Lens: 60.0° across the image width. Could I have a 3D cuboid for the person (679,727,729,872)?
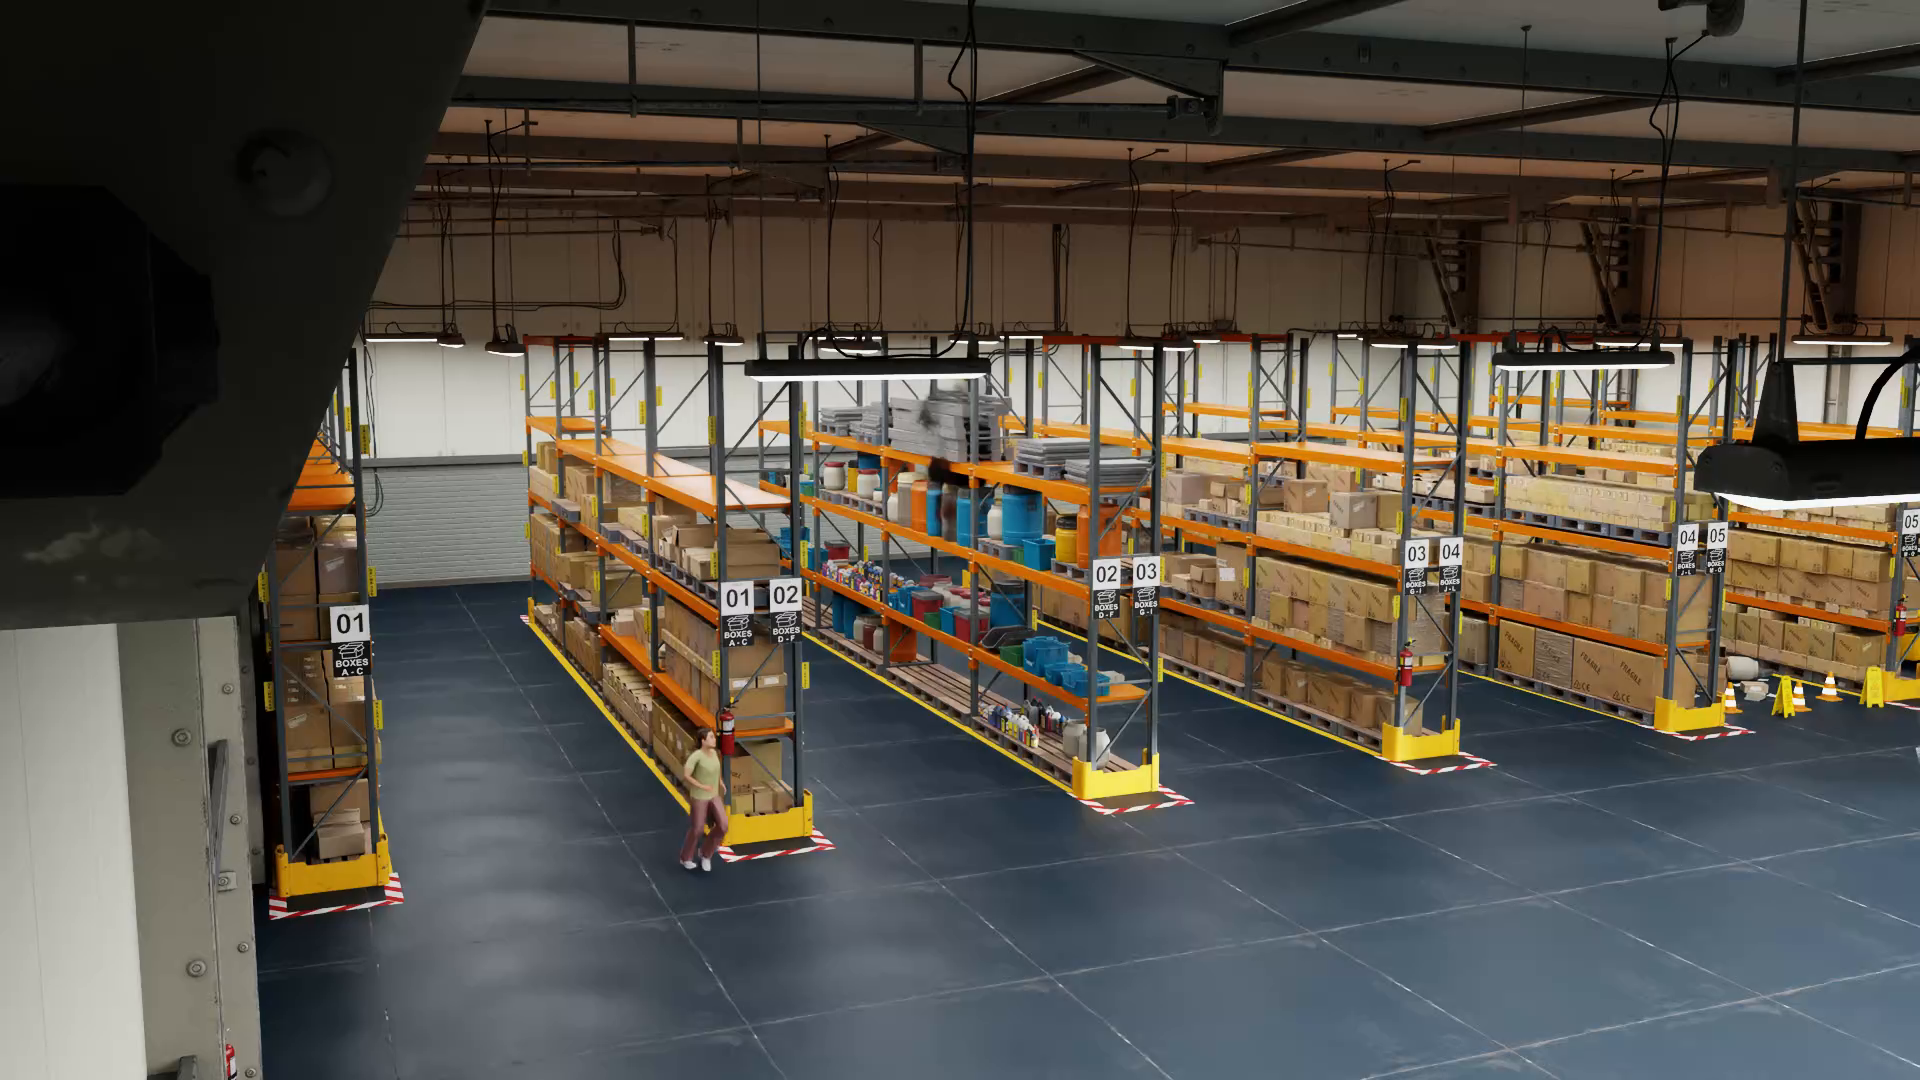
[{"bbox_3d":[-2.910,2.988,19.179,0.607,1.631,0.645,6,10,38],"label":"person"}]
